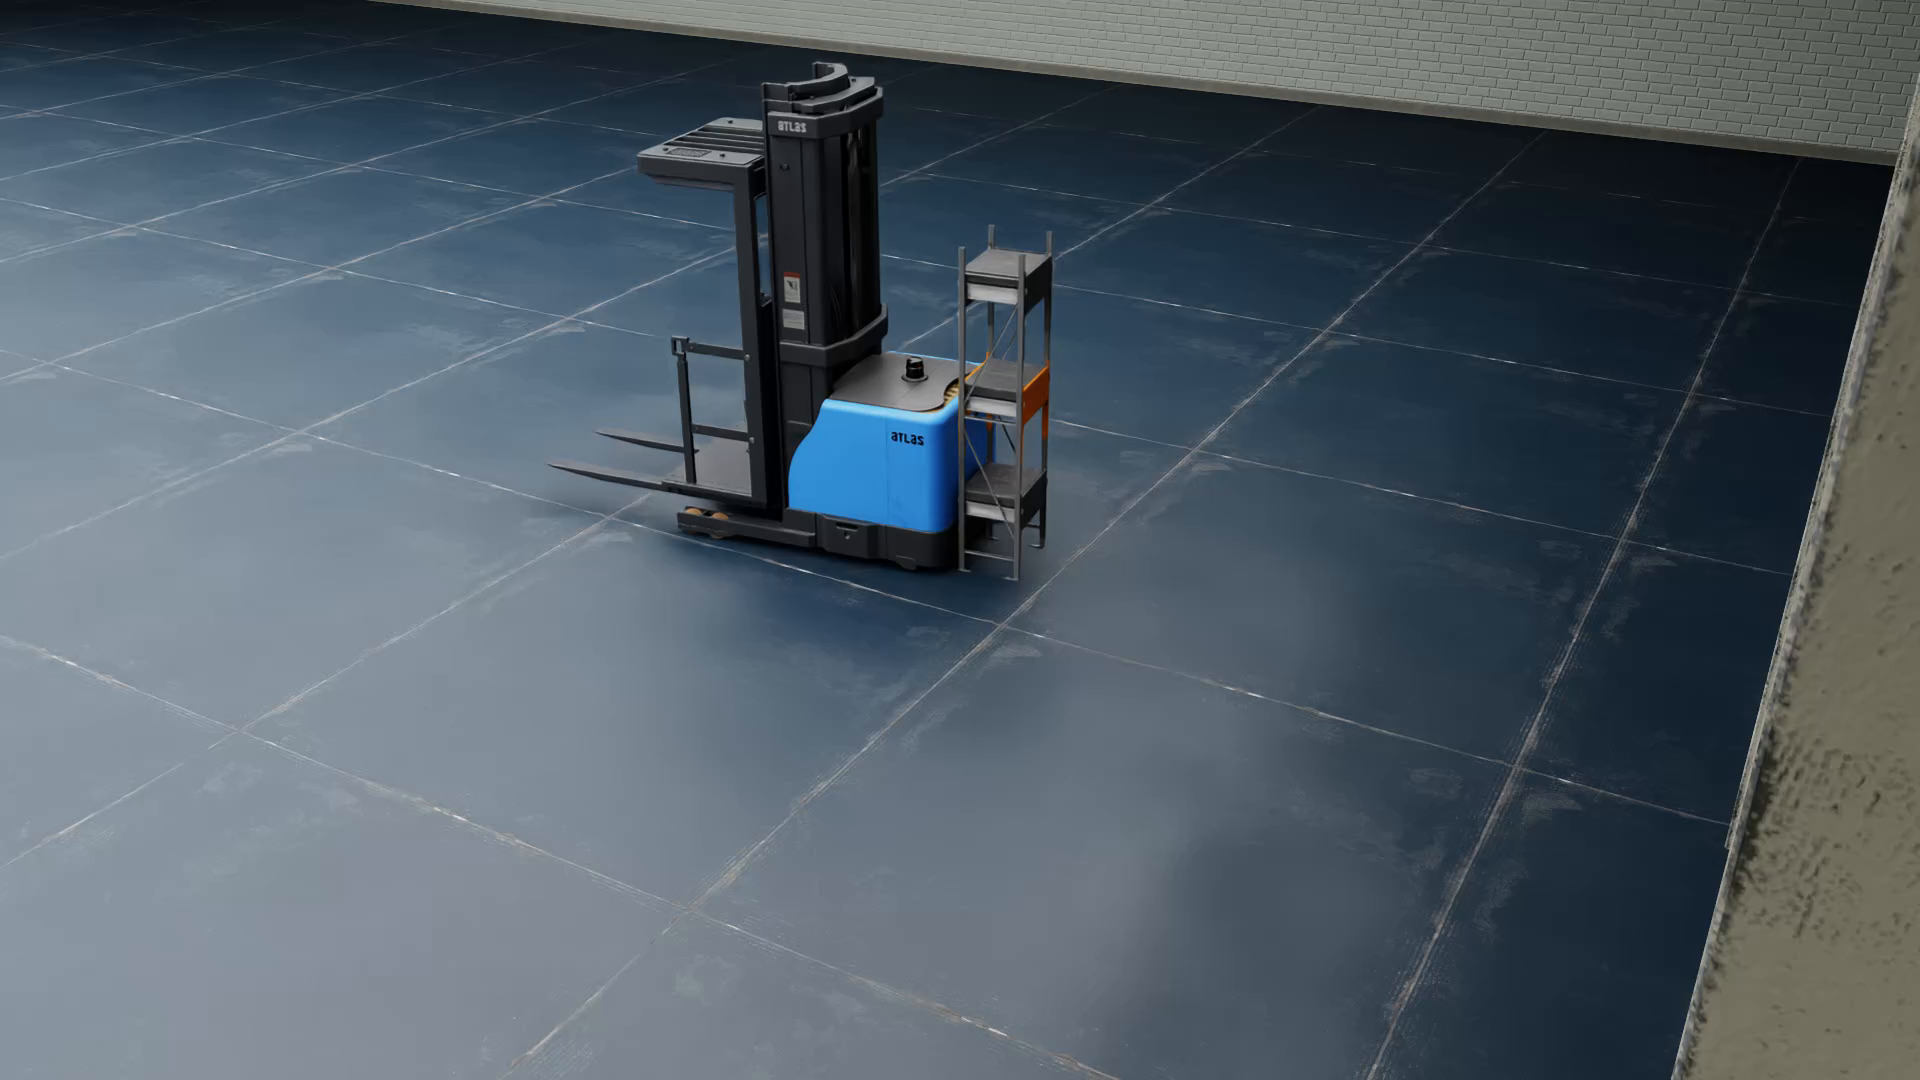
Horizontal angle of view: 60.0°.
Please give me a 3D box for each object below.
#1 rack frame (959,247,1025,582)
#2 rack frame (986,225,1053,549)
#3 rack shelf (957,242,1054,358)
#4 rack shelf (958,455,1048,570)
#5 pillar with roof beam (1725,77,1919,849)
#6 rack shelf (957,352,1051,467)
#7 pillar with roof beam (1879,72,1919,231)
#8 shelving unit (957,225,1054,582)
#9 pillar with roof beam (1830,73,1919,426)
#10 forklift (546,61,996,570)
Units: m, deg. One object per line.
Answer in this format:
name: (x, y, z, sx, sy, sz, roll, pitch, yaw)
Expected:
rack frame: (0.182, -0.713, 9.969, 0.400, 2.100, 0.015, 10, 28, 19)
rack frame: (0.362, -0.916, 10.374, 0.400, 2.100, 0.015, 10, 28, 19)
rack shelf: (0.272, -1.428, 9.864, 0.431, 0.518, 0.480, 10, 28, 19)
rack shelf: (0.272, -0.176, 10.491, 0.431, 0.518, 0.480, 10, 28, 19)
pillar with roof beam: (0.138, -3.544, 7.916, 9.100, 9.000, 0.400, 14, 30, 26)
rack shelf: (0.272, -0.802, 10.178, 0.431, 0.518, 0.480, 10, 28, 19)
pillar with roof beam: (6.042, -8.220, 17.258, 9.100, 9.000, 0.400, 14, 30, 26)
shelving unit: (0.272, -0.815, 10.172, 0.431, 2.100, 0.503, 10, 28, 19)
pillar with roof beam: (3.090, -5.882, 12.587, 9.100, 9.000, 0.400, 14, 30, 26)
forklift: (-1.320, -1.527, 10.666, 3.031, 2.935, 1.130, 10, 28, 19)
